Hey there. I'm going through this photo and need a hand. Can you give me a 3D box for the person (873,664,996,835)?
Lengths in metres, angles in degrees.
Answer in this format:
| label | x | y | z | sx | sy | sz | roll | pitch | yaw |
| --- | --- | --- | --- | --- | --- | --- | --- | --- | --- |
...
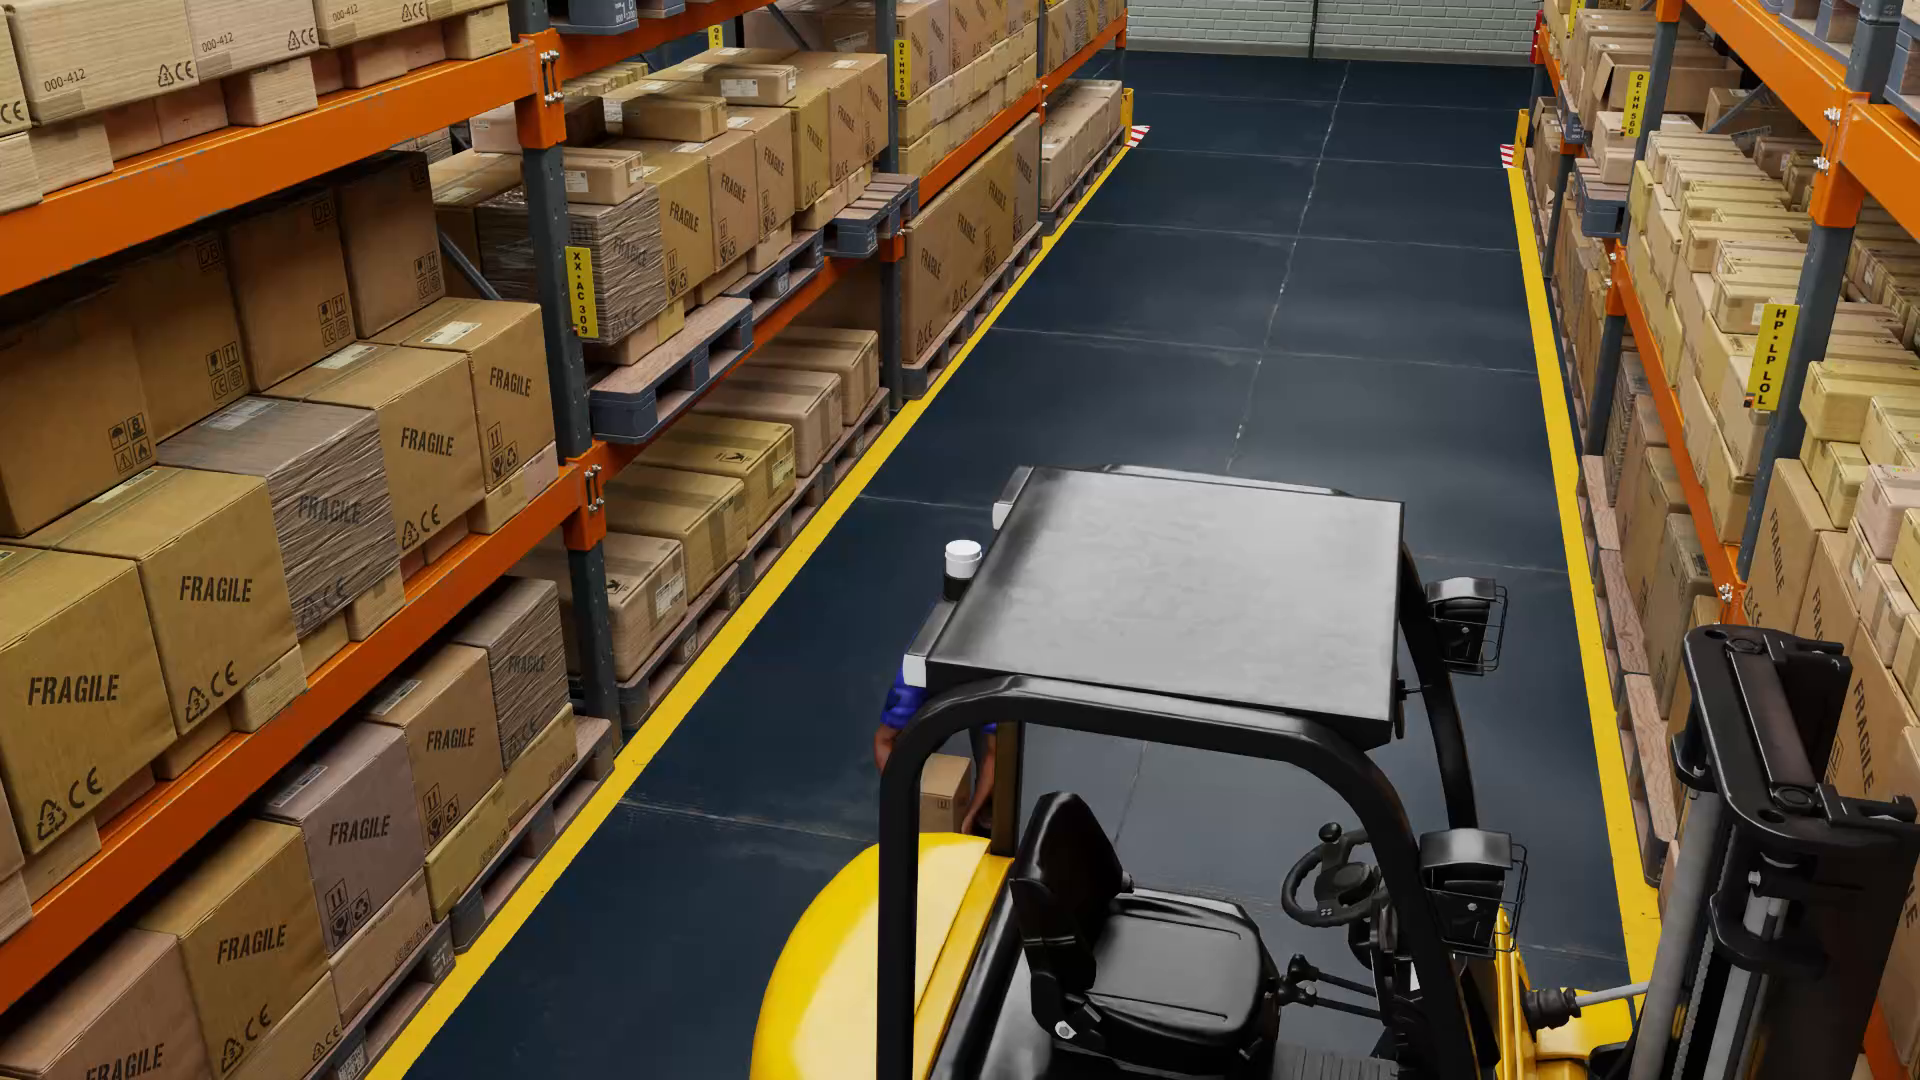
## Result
| label | x | y | z | sx | sy | sz | roll | pitch | yaw |
| --- | --- | --- | --- | --- | --- | --- | --- | --- | --- |
| person | -0.031 | 0.670 | 6.080 | 0.505 | 0.926 | 0.811 | 6 | 26 | 13 |
